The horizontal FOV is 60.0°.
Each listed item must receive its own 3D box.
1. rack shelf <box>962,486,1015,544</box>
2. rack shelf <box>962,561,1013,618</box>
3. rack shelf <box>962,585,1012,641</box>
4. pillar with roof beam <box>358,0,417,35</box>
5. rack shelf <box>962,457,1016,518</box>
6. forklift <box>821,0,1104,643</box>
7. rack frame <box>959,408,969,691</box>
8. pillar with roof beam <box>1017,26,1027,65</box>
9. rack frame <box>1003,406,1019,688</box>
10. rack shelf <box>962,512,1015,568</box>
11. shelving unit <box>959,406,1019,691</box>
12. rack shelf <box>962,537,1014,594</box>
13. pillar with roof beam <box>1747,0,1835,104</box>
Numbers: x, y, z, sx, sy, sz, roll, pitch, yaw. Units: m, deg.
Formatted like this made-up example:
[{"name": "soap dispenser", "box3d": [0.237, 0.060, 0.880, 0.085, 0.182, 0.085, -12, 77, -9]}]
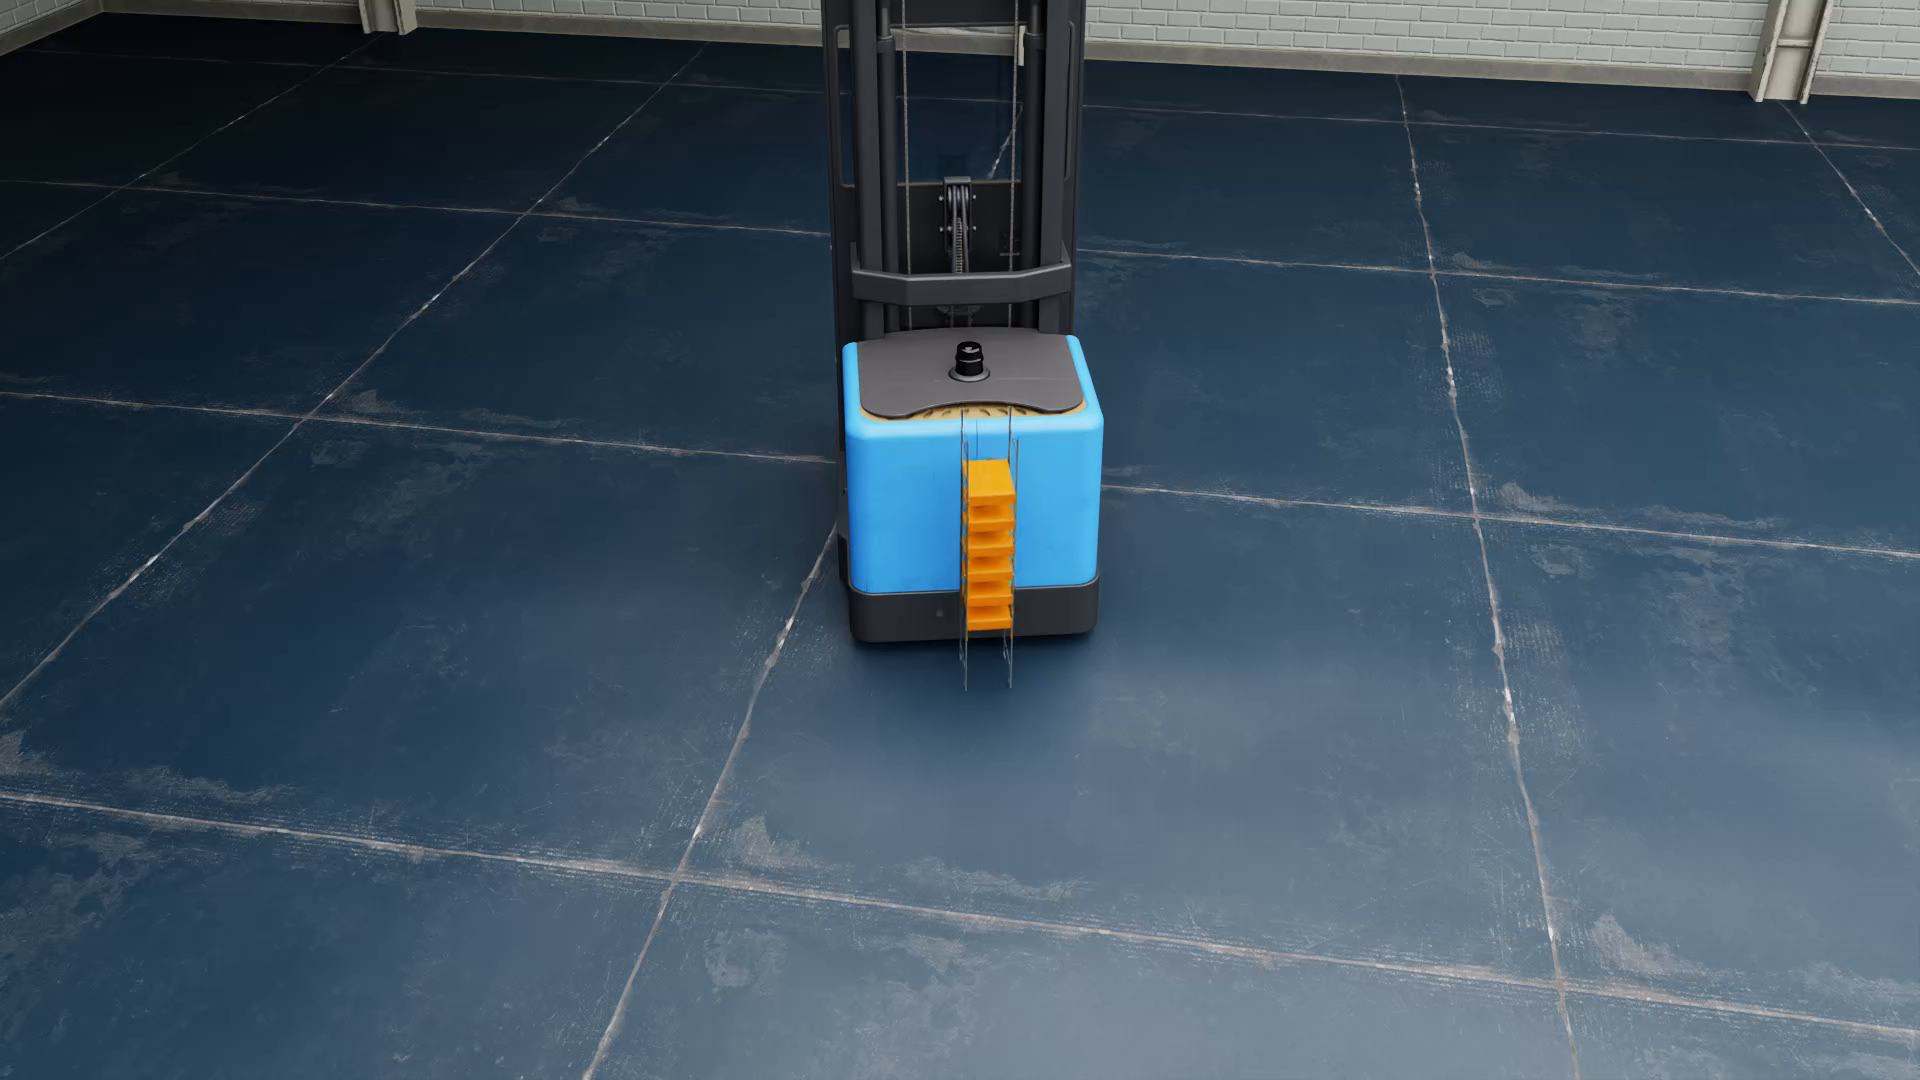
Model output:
[{"name": "rack shelf", "box3d": [0.107, -0.104, 6.402, 0.180, 0.103, 0.258, -3, 36, -5]}, {"name": "rack shelf", "box3d": [0.105, 0.187, 6.614, 0.180, 0.103, 0.258, -3, 36, -5]}, {"name": "rack shelf", "box3d": [0.105, 0.284, 6.684, 0.180, 0.103, 0.258, -3, 36, -5]}, {"name": "pillar with roof beam", "box3d": [-5.925, -6.232, 9.226, 0.400, 9.000, 9.100, 5, 32, 8]}, {"name": "rack shelf", "box3d": [0.108, -0.202, 6.332, 0.180, 0.103, 0.258, -3, 36, -5]}, {"name": "forklift", "box3d": [-0.047, -1.572, 7.498, 1.130, 2.935, 3.031, -2, 32, -4]}, {"name": "rack frame", "box3d": [0.015, 0.059, 6.510, 0.006, 1.200, 0.240, -3, 36, -5]}, {"name": "pillar with roof beam", "box3d": [-0.010, -5.697, 8.370, 0.400, 9.000, 9.100, 5, 32, 8]}, {"name": "rack frame", "box3d": [0.197, 0.049, 6.525, 0.006, 1.200, 0.240, -3, 36, -5]}, {"name": "rack shelf", "box3d": [0.106, -0.007, 6.473, 0.180, 0.103, 0.258, -3, 36, -5]}, {"name": "shelving unit", "box3d": [0.106, 0.054, 6.517, 0.189, 1.200, 0.258, -3, 36, -5]}, {"name": "rack shelf", "box3d": [0.106, 0.090, 6.543, 0.180, 0.103, 0.258, -3, 36, -5]}, {"name": "pillar with roof beam", "box3d": [5.904, -5.161, 7.514, 0.400, 9.000, 9.100, 5, 32, 8]}]
